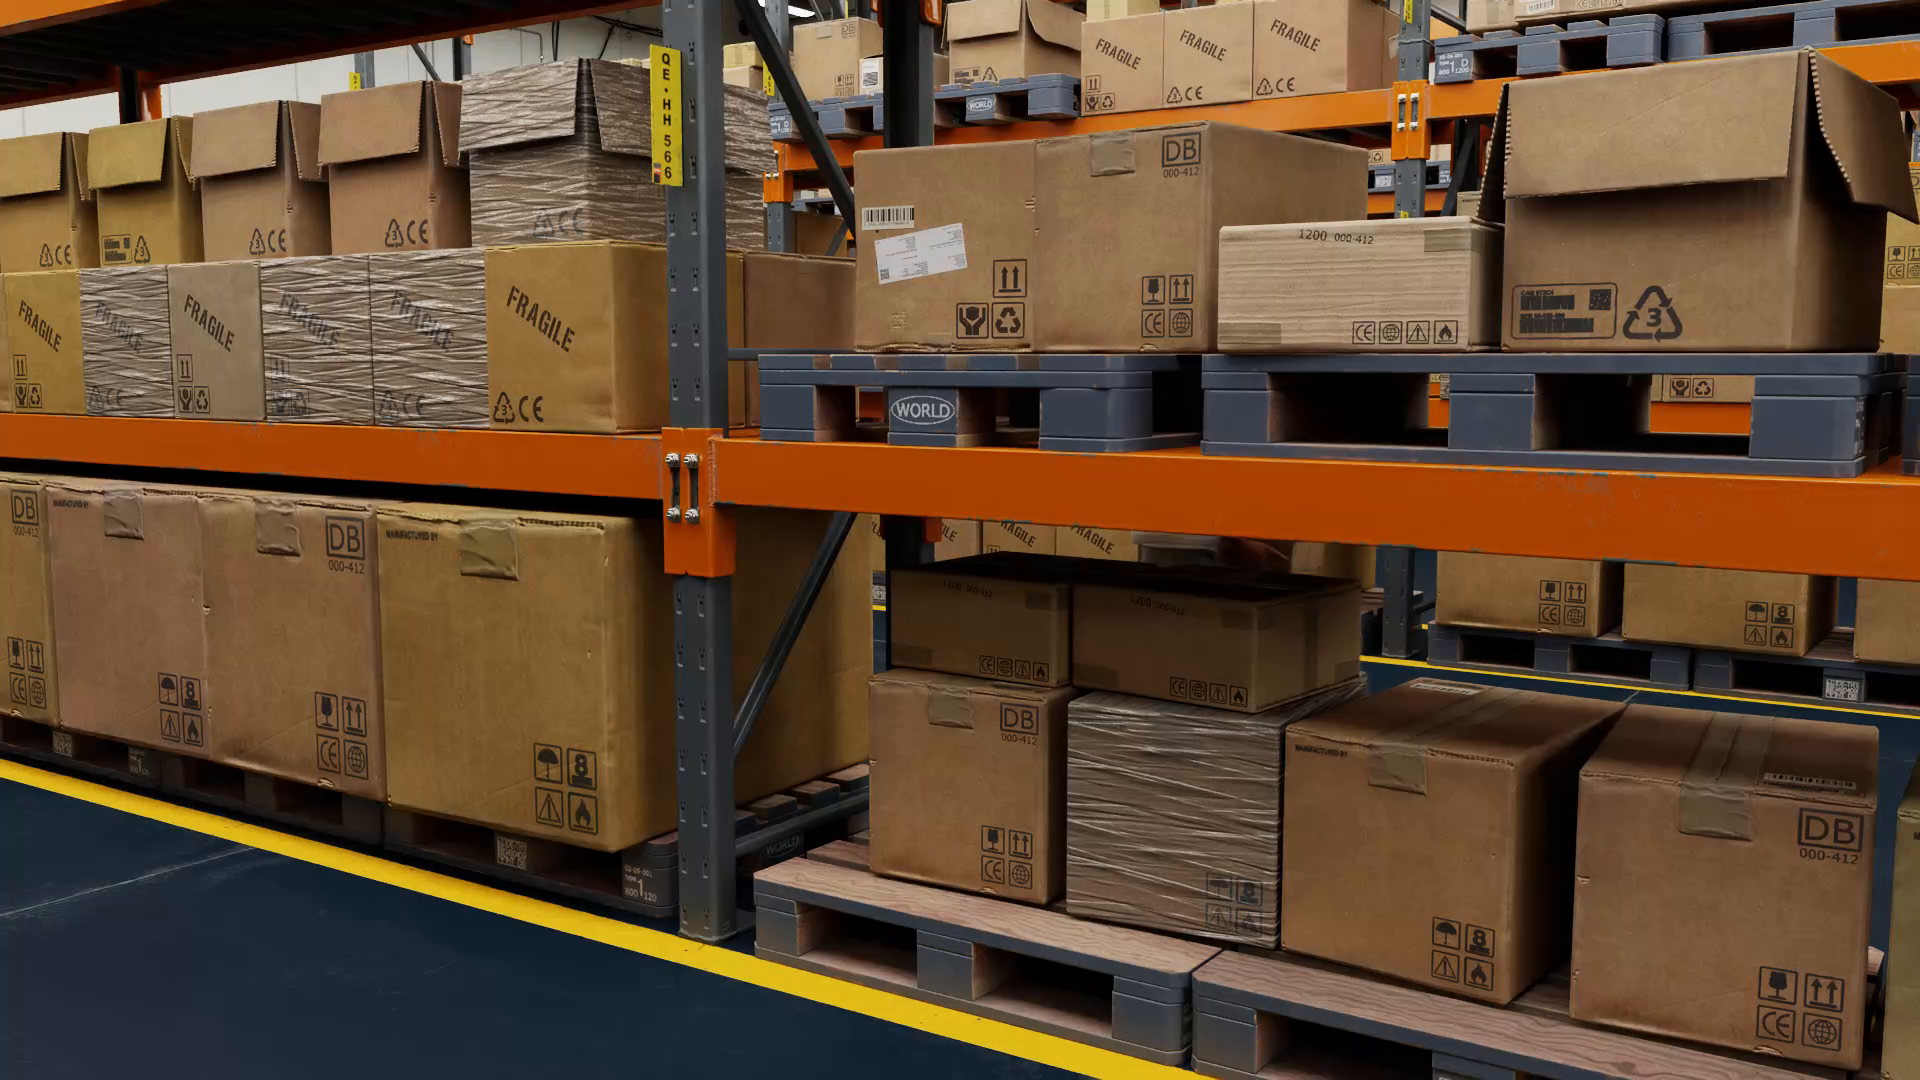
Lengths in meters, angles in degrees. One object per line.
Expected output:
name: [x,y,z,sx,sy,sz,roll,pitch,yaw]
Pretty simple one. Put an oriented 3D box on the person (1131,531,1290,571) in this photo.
person: [0.870,0.029,5.439,0.581,1.758,0.504,4,8,36]
